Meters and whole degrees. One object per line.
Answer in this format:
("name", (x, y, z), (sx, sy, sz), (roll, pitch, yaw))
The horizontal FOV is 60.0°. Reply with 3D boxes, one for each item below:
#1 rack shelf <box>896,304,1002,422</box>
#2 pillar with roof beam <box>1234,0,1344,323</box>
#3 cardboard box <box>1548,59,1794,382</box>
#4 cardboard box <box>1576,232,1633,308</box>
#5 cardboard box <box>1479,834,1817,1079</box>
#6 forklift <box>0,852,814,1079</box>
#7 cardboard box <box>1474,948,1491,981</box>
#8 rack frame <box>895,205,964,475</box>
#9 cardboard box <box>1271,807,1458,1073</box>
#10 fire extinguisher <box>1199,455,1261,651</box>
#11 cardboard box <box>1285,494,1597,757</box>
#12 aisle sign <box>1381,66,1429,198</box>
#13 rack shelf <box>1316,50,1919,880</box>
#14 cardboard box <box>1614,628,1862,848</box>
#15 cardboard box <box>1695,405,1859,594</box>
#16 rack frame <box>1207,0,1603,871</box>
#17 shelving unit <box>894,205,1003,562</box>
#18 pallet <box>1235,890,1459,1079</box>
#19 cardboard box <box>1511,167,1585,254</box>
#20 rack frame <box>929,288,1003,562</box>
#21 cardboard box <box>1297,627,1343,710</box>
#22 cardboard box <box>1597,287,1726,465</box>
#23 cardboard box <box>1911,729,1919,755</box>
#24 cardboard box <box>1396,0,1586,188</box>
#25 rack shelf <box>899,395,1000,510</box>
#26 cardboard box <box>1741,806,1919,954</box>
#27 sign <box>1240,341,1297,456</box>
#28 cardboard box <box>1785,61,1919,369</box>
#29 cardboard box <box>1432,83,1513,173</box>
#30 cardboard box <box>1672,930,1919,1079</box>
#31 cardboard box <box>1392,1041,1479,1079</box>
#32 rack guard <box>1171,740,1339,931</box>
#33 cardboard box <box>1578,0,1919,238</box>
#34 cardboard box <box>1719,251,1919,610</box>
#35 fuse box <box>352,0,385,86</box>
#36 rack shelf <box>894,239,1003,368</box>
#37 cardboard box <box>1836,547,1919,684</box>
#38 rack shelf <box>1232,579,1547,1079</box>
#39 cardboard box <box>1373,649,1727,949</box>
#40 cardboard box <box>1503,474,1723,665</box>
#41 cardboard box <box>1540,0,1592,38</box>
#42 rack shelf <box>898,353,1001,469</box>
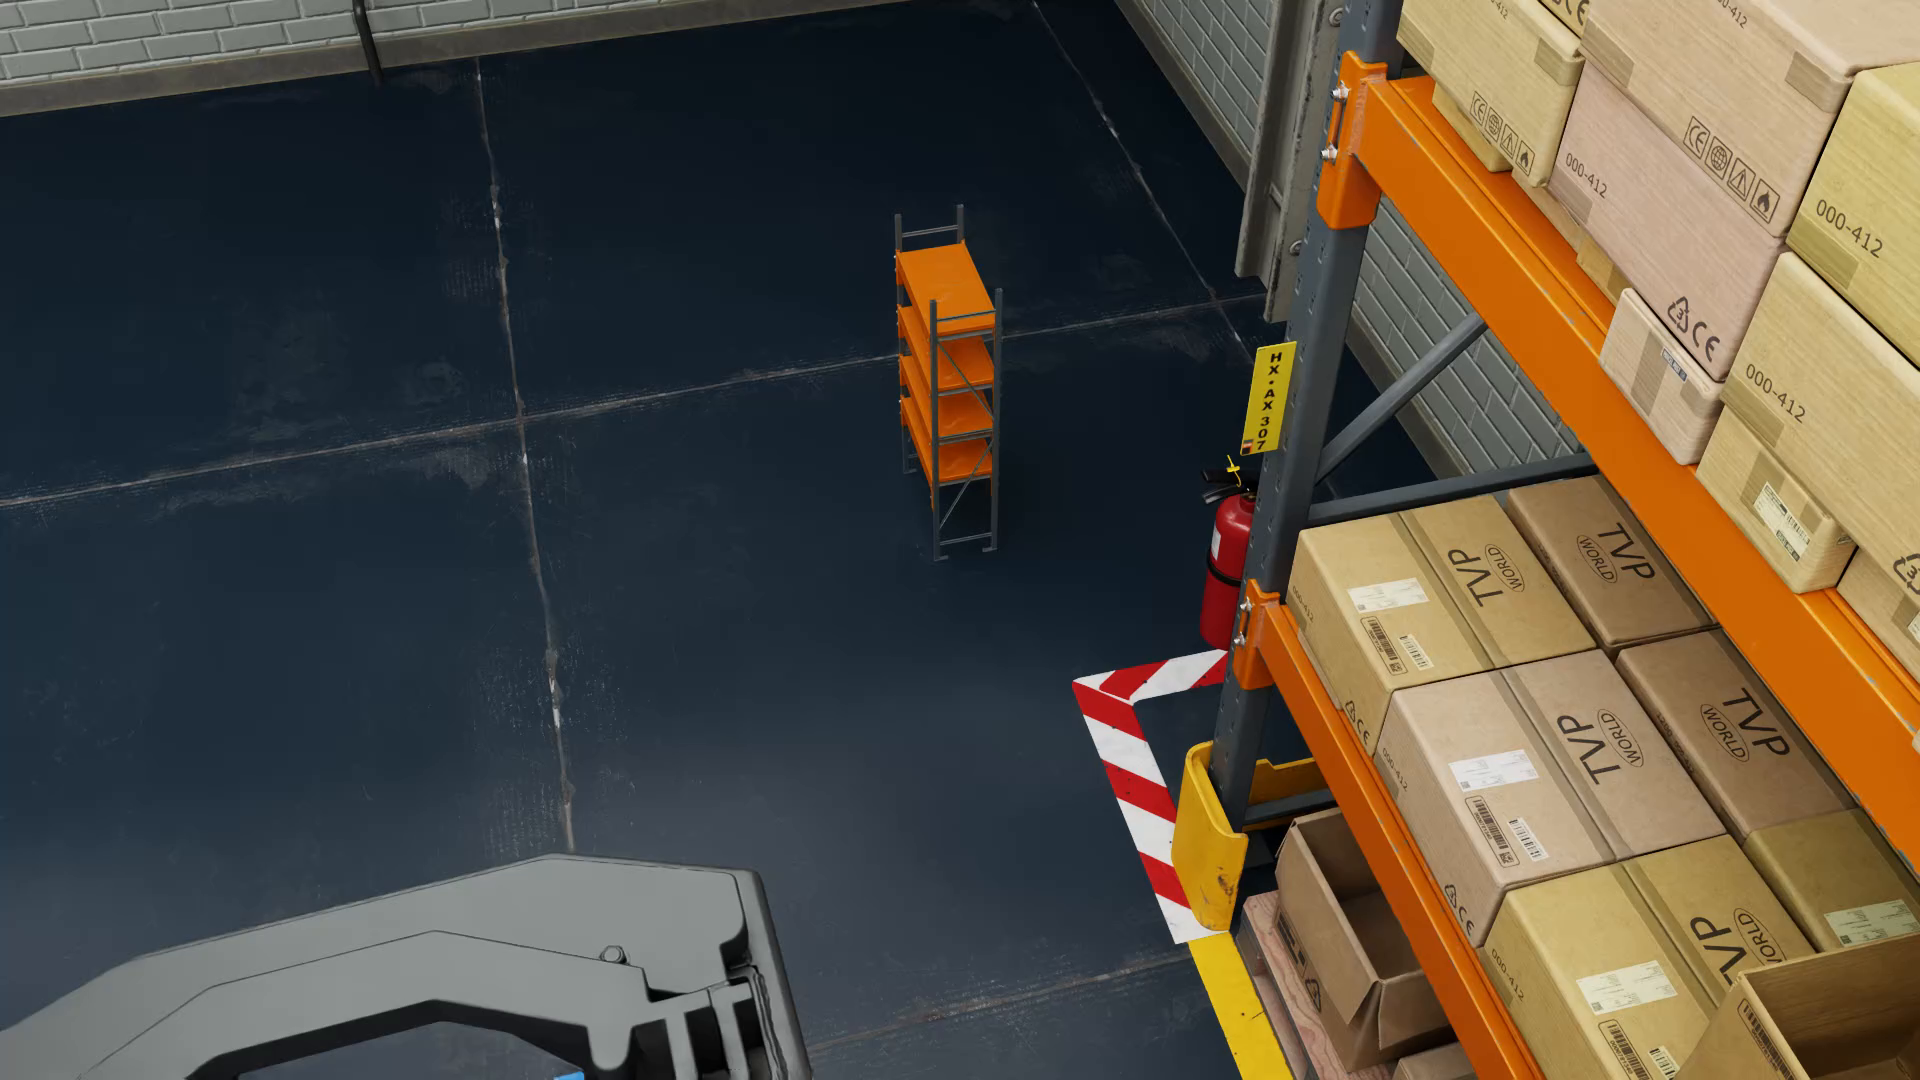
("rack shelf", (-0.042, -0.644, 5.822), (0.258, 0.148, 0.480), (-11, 47, -10))
("pillar with roof beam", (-2.738, -3.461, 3.341), (9.100, 9.000, 0.400), (-11, 47, -10))
("cardboard box", (1.242, -0.520, 2.456), (0.500, 0.250, 0.500), (-10, 46, -10))
("cardboard box", (1.241, -0.465, 2.681), (0.380, 0.149, 0.250), (-11, 47, -10))
("cardboard box", (1.361, 0.886, 3.178), (0.500, 0.250, 0.500), (-12, 47, -11))
("forklift", (-0.466, 1.908, 2.328), (1.130, 2.935, 3.031), (-12, 47, -12))
("cardboard box", (1.278, 0.771, 3.570), (0.380, 0.149, 0.250), (-9, 46, -9))
("rack frame", (-0.105, -0.703, 6.099), (0.240, 1.200, 0.015), (-11, 47, -10))
("cardboard box", (1.308, 1.045, 4.580), (0.797, 0.503, 0.637), (-12, 47, -12))
("fire extinguisher", (0.758, 0.019, 4.447), (0.296, 0.674, 0.183), (-11, 47, -10))
("cardboard box", (1.098, 0.189, 3.861), (0.500, 0.250, 0.500), (-10, 47, -10))
("aisle sign", (0.941, -1.025, 3.334), (0.394, 0.787, 0.004), (-11, 47, -10))
("rack shelf", (1.755, 0.461, 2.102), (1.077, 0.370, 4.000), (-11, 47, -10))
("cardboard box", (1.748, 0.452, 3.604), (0.500, 0.250, 0.500), (-11, 47, -10))
("cardboard box", (1.279, -0.094, 2.318), (0.380, 0.149, 0.250), (-11, 47, -10))
("rack frame", (1.243, -0.122, 4.269), (1.000, 3.000, 0.127), (-11, 47, -10))
("shelving unit", (-0.042, -0.534, 5.933), (0.258, 1.200, 0.503), (-11, 47, -10))
("pallet", (1.467, 1.457, 4.675), (1.003, 0.211, 1.213), (-11, 47, -10))
("cardboard box", (1.192, -0.645, 2.858), (0.380, 0.149, 0.250), (-10, 46, -10))
("rack frame", (0.020, -0.366, 5.768), (0.240, 1.200, 0.015), (-11, 47, -10))
("cardboard box", (1.061, 0.243, 4.087), (0.380, 0.149, 0.250), (-11, 47, -11))
("cardboard box", (1.205, -0.274, 2.494), (0.380, 0.149, 0.250), (-10, 46, -9))
("cardboard box", (1.398, 0.255, 1.976), (0.380, 0.149, 0.250), (-11, 47, -10))
("cardboard box", (1.092, -0.867, 2.796), (0.500, 0.250, 0.500), (-11, 47, -11))
("rack shelf", (-0.042, -0.348, 6.123), (0.258, 0.148, 0.480), (-11, 47, -10))
("cardboard box", (1.870, 0.795, 3.268), (0.500, 0.250, 0.500), (-9, 46, -9))
("sign", (0.718, -0.326, 3.863), (0.100, 0.325, 0.005), (-11, 47, -10))
("cardboard box", (1.367, -0.347, 1.936), (0.500, 0.250, 0.500), (-11, 47, -11))
("cardboard box", (1.099, -0.821, 3.030), (0.380, 0.149, 0.250), (-10, 46, -9))
("cardboard box", (1.483, 0.962, 2.579), (0.500, 0.500, 0.500), (-10, 46, -9))
("cardboard box", (1.379, 1.469, 4.412), (0.380, 0.149, 0.250), (-12, 47, -12))
("rack guard", (1.262, 0.806, 5.111), (1.175, 0.500, 0.348), (-11, 47, -10))
("cardboard box", (1.225, -0.691, 2.274), (0.500, 0.250, 0.500), (-11, 47, -11))
("cardboard box", (1.361, -0.164, 2.107), (0.500, 0.250, 0.500), (-12, 47, -12))
("fuse box", (-2.953, -2.933, 7.926), (0.539, 1.711, 0.414), (-11, 47, -10))
("rack shelf", (-0.042, -0.809, 5.653), (0.258, 0.148, 0.480), (-11, 47, -10))
("cardboard box", (1.402, 0.065, 2.162), (0.380, 0.149, 0.250), (-11, 47, -11))
("rack shelf", (1.755, 1.511, 3.173), (1.077, 0.370, 4.000), (-11, 47, -10))
("cardboard box", (1.228, 0.537, 3.520), (0.500, 0.250, 0.500), (-10, 46, -10))
("cardboard box", (1.617, 0.096, 3.953), (0.500, 0.250, 0.500), (-9, 46, -9))
("cardboard box", (1.113, -1.046, 2.621), (0.500, 0.250, 0.500), (-11, 47, -11))
("rack shelf", (-0.042, -0.487, 5.982), (0.258, 0.148, 0.480), (-11, 47, -10))
